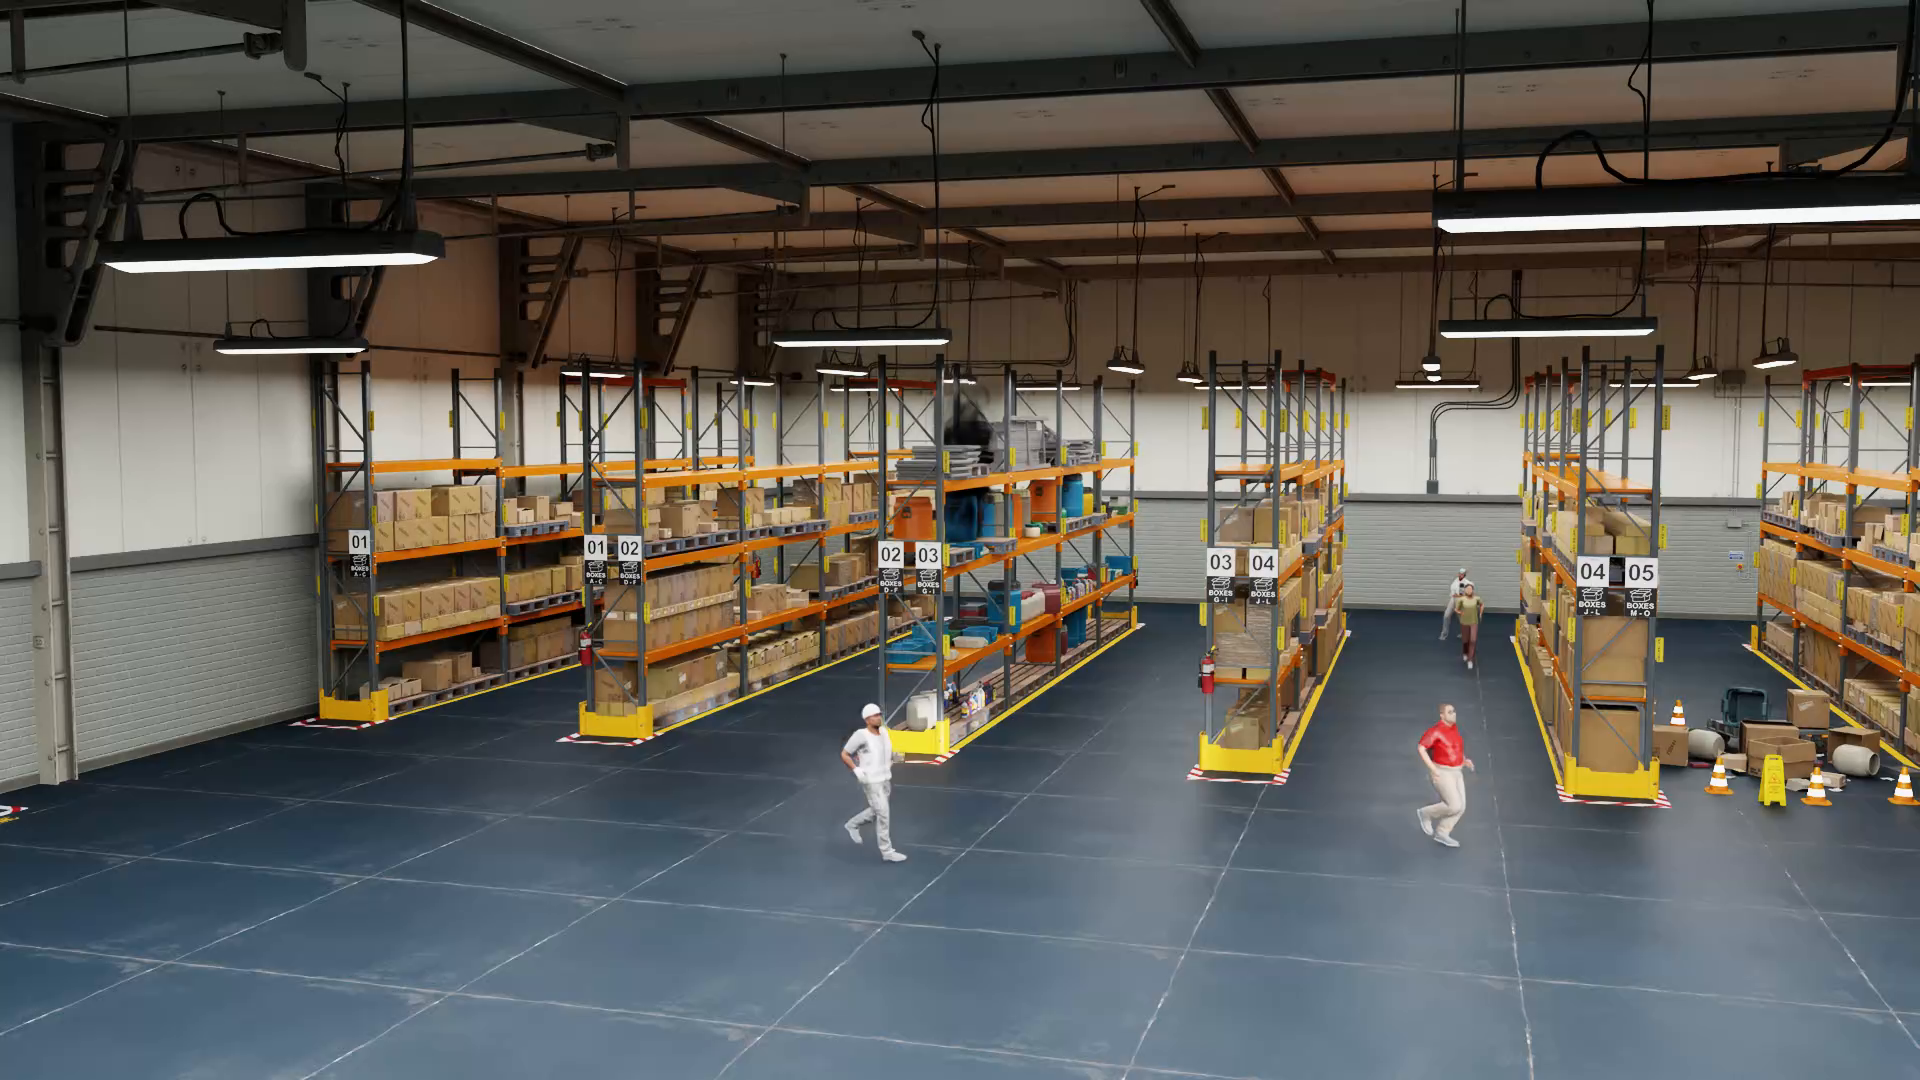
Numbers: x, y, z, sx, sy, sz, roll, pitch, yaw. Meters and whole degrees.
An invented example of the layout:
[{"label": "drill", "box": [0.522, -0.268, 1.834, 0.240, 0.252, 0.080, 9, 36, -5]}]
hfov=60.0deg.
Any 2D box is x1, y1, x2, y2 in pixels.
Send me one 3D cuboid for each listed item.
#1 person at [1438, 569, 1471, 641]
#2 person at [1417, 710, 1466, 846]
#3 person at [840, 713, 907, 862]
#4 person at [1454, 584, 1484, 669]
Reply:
[{"label": "person", "box": [11.416, 1.468, 37.991, 0.870, 1.650, 0.634, -3, 5, -39]}, {"label": "person", "box": [5.743, 2.802, 19.655, 0.411, 1.618, 0.565, -3, 5, -40]}, {"label": "person", "box": [-0.991, 2.771, 19.032, 0.946, 1.727, 0.696, 3, 5, 33]}, {"label": "person", "box": [10.403, 1.735, 33.990, 0.587, 1.684, 0.954, 1, 4, 16]}]
